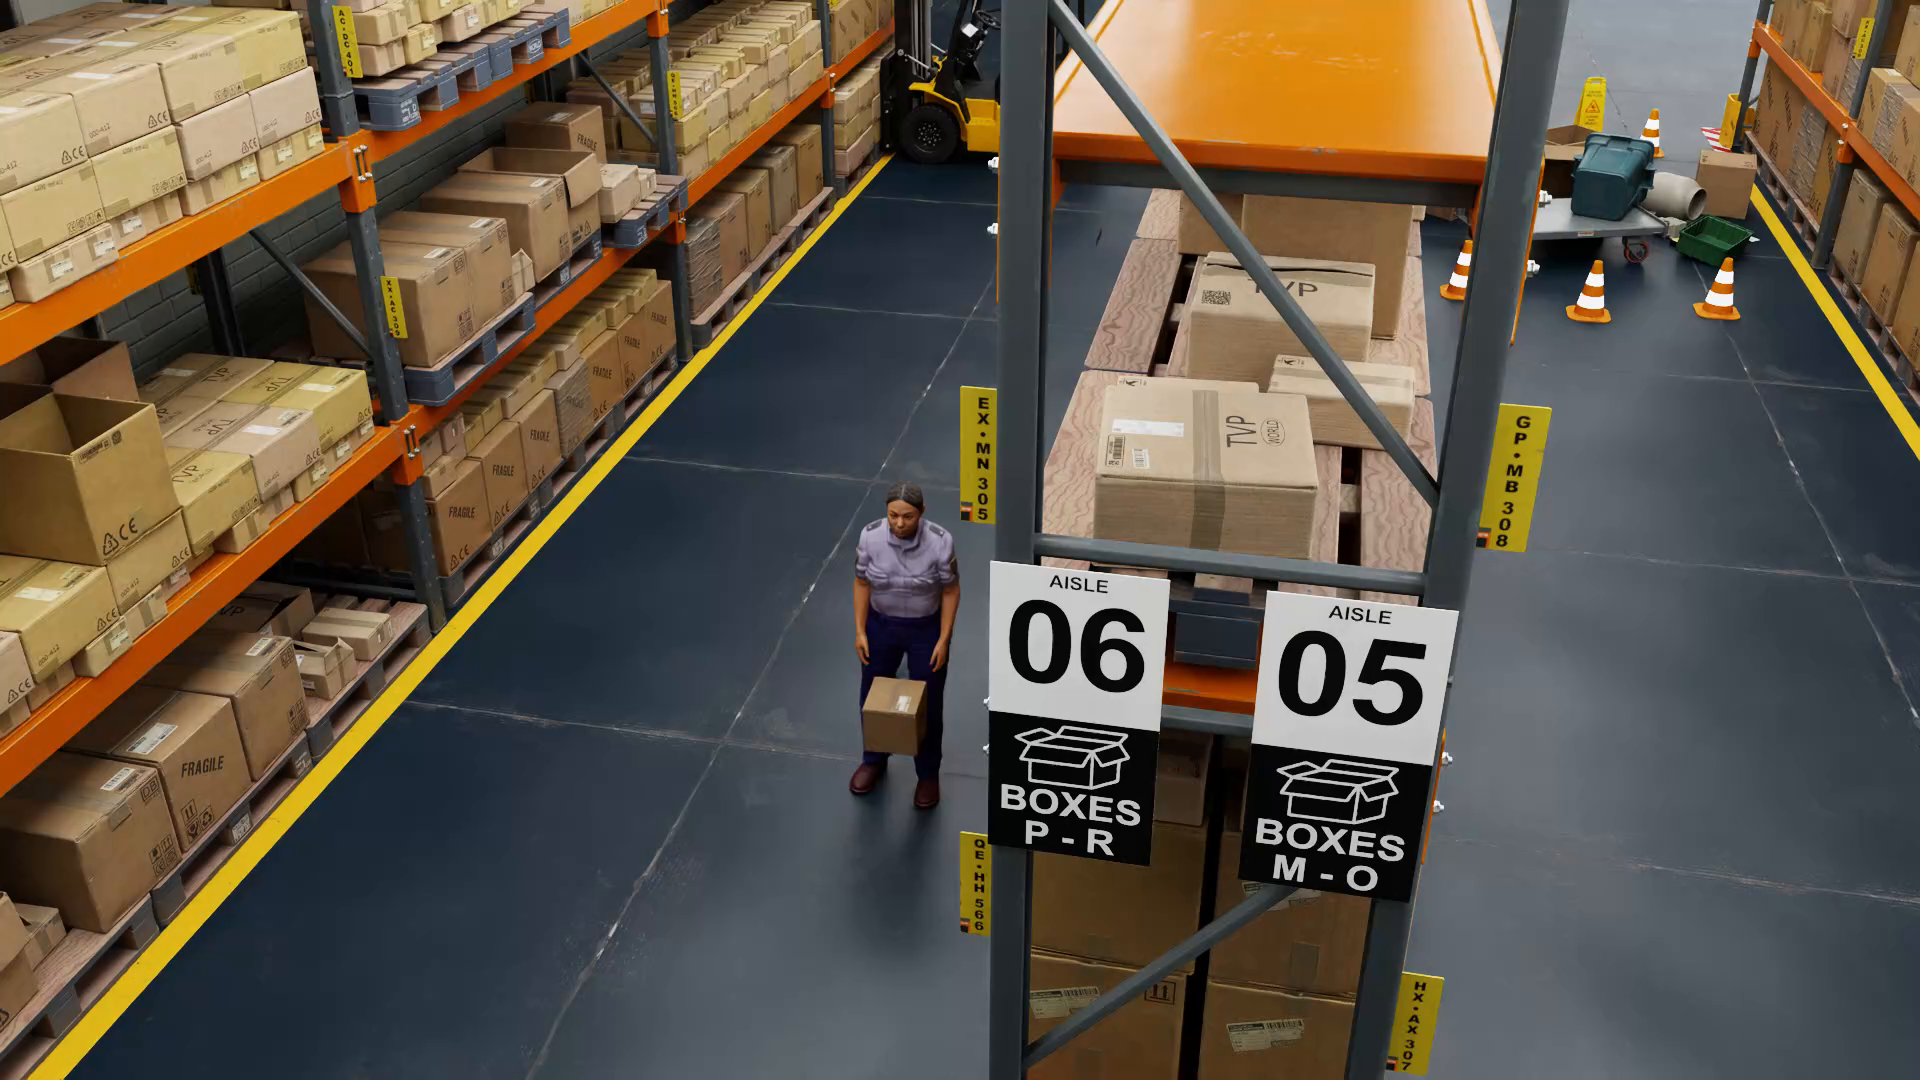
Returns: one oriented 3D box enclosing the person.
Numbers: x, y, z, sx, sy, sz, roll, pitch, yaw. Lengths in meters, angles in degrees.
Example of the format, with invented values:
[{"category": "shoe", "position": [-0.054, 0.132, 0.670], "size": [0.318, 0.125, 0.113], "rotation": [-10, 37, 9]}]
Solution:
[{"category": "person", "position": [-0.266, 0.469, 7.784], "size": [0.524, 1.641, 0.421], "rotation": [5, 29, 9]}]
